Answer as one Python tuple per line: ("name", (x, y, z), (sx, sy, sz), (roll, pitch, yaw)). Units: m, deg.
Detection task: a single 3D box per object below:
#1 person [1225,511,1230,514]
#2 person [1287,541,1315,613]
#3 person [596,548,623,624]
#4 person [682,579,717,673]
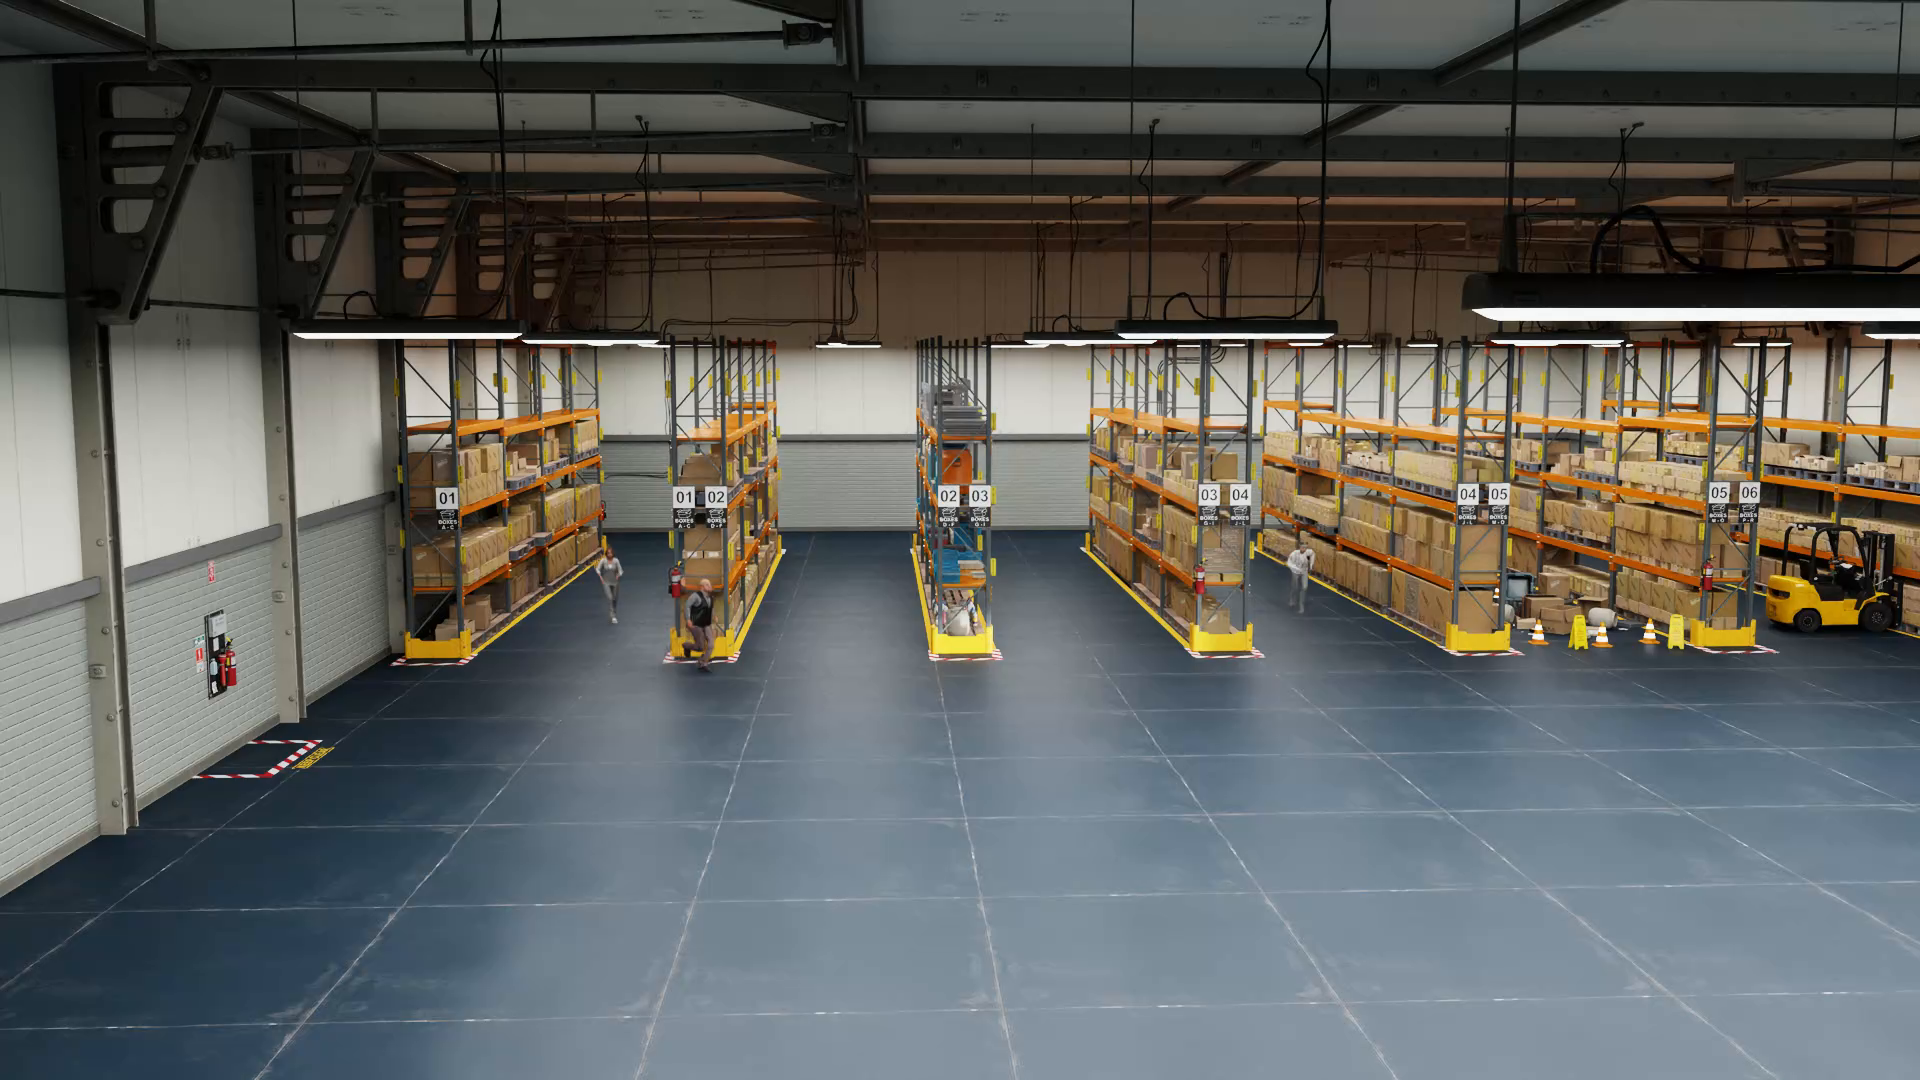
("person", (7.297, -0.368, 46.532), (0.693, 1.720, 1.009), (-2, 7, -15))
("person", (7.506, 0.787, 36.806), (0.658, 1.625, 0.965), (-1, 7, -5))
("person", (-7.400, 0.942, 35.161), (0.547, 1.584, 0.780), (-2, 7, -18))
("person", (-4.683, 1.532, 29.824), (0.706, 1.686, 0.683), (5, 8, 37))
